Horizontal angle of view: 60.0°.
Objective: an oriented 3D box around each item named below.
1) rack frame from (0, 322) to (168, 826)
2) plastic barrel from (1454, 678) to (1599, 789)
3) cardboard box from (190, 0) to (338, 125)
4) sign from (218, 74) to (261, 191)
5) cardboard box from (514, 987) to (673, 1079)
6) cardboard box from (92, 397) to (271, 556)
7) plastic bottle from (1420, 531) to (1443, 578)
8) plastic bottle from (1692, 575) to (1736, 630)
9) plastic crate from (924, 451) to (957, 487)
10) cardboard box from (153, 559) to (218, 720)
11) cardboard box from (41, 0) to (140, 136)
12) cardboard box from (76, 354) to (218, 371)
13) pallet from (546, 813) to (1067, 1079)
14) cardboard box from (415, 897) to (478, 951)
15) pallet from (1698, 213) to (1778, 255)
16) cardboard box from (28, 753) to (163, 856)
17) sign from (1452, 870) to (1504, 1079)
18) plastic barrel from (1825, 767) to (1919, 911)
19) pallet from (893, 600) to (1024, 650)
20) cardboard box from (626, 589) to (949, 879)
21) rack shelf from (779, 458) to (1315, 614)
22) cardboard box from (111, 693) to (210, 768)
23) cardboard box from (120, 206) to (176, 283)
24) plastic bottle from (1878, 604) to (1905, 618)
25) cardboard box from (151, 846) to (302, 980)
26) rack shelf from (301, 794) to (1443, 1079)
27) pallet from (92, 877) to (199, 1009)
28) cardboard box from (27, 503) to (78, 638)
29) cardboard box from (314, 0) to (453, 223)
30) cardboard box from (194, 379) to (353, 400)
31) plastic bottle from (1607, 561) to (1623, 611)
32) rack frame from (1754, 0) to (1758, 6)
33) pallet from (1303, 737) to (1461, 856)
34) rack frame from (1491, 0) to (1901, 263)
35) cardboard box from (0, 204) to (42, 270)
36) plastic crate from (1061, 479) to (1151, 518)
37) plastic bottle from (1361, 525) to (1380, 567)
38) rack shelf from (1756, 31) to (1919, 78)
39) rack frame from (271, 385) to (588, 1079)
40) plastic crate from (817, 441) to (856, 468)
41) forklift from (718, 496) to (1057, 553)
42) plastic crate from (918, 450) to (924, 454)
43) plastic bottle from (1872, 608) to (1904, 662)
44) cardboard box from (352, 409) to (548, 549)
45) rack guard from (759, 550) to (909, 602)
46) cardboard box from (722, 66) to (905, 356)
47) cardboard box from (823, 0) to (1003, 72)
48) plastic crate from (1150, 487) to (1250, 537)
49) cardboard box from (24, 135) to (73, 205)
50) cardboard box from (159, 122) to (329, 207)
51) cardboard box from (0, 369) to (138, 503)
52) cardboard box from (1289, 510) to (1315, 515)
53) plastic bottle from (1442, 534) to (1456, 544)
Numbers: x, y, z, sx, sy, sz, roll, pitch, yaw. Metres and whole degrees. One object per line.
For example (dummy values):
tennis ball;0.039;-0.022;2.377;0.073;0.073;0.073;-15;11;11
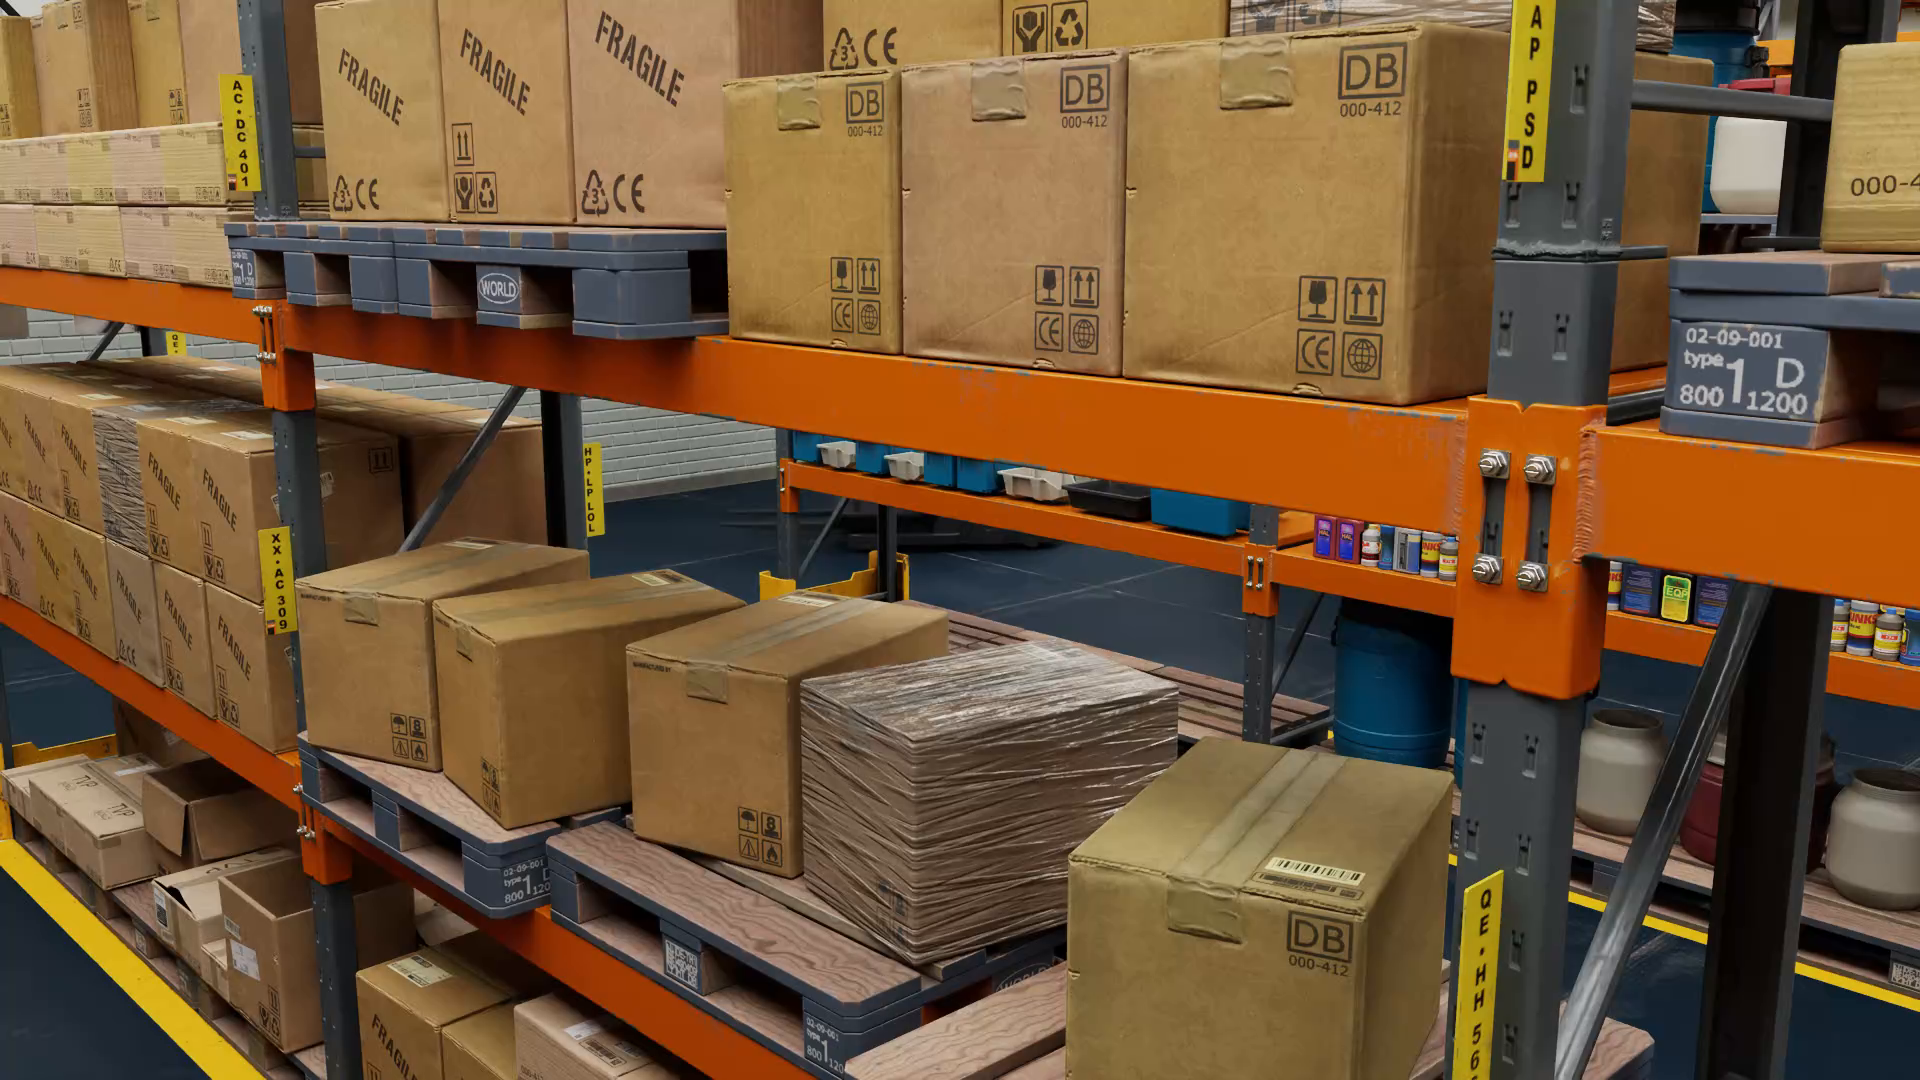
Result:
rack frame;-4.450;-0.112;8.361;1.000;3.000;0.127;-11;16;-43
plastic barrel;2.750;0.789;8.146;0.600;0.901;0.708;-11;16;-43
cardboard box;-2.051;-1.602;5.432;0.700;0.500;0.500;-11;16;-43
sign;-2.075;-1.174;4.800;0.100;0.325;0.005;-11;16;-43
cardboard box;-0.839;1.364;4.444;0.500;0.250;0.500;-11;16;-42
cardboard box;-2.928;-0.253;6.318;0.500;0.500;0.500;-11;16;-42
plastic bottle;2.255;0.040;7.943;0.097;0.271;0.097;0;12;0
plastic bottle;3.203;0.194;6.995;0.144;0.351;0.185;-11;16;-43
plastic crate;-0.023;-0.475;10.389;0.416;0.233;0.300;-11;16;-43
cardboard box;-2.575;0.310;6.062;0.500;0.500;0.500;-10;16;-41
cardboard box;-3.099;-1.819;6.484;0.700;0.500;0.500;-11;16;-43
cardboard box;-3.944;-0.624;8.121;0.500;0.500;0.500;-11;16;-43
pallet;-0.271;0.866;4.088;1.003;0.211;1.213;-11;16;-43
cardboard box;-1.821;1.482;6.198;0.500;0.311;0.500;-11;16;-43
pallet;3.295;-1.329;7.301;1.003;0.211;1.213;-11;16;-43
cardboard box;-3.934;1.211;7.663;0.500;0.250;0.500;-11;16;-43
sign;0.689;0.604;2.211;0.100;0.325;0.005;-11;16;-43
plastic barrel;3.855;1.239;6.925;0.421;0.512;0.421;0;12;0
pallet;-0.323;0.690;11.380;1.003;0.211;1.213;-11;16;-43
cardboard box;-0.423;0.466;4.265;0.500;0.500;0.700;7;14;31
rack shelf;0.517;-0.158;10.365;1.077;0.370;4.000;-11;16;-43
cardboard box;-3.896;0.942;8.350;0.500;0.500;0.500;-11;16;-43
cardboard box;-2.553;-1.032;5.766;0.500;0.250;0.500;-11;16;-43
plastic bottle;4.057;0.187;7.196;0.061;0.283;0.133;-11;16;-43
cardboard box;-2.804;1.420;6.497;0.500;0.311;0.500;-11;16;-43
rack shelf;-0.306;1.116;4.183;1.077;0.370;4.000;-11;16;-43
pallet;-3.008;1.559;7.160;1.003;0.211;1.213;-11;16;-43
cardboard box;-3.629;0.089;7.139;0.500;0.500;0.500;-11;16;-43
cardboard box;-1.393;-1.217;4.756;0.600;0.600;0.600;10;15;40
cardboard box;-2.878;-0.401;7.035;0.500;0.500;0.500;-10;15;-41
plastic bottle;2.869;0.169;7.313;0.097;0.271;0.097;0;12;0
rack frame;9.885;-5.811;21.156;1.000;3.000;0.127;-11;16;-43
pallet;2.400;1.266;8.582;1.003;0.211;1.213;-11;16;-43
rack frame;1.075;-1.883;2.089;1.000;3.000;0.127;-11;16;-43
cardboard box;-3.596;-1.250;6.822;0.500;0.250;0.500;-11;16;-43
plastic crate;0.930;-0.239;9.508;0.437;0.125;0.590;-11;16;-43
plastic bottle;2.027;0.026;8.183;0.097;0.201;0.097;0;12;0
rack shelf;6.861;-3.006;10.316;1.077;0.370;4.000;-11;16;-43
rack frame;-1.687;0.472;5.527;1.000;3.000;0.127;-11;16;-43
plastic crate;-0.771;-0.562;11.048;0.250;0.136;0.298;-11;16;-43
forklift;-0.660;-1.432;14.937;3.031;2.935;1.130;0;12;-2
plastic crate;-0.171;-0.608;11.274;0.396;0.136;0.243;-11;16;-43
plastic bottle;3.645;0.368;6.524;0.097;0.201;0.097;0;12;0
cardboard box;-1.809;-0.175;5.941;0.500;0.500;0.500;-10;16;-41
rack guard;-0.891;0.421;11.969;1.175;0.500;0.348;-11;16;-43
cardboard box;0.038;-0.672;3.397;0.910;0.500;0.500;-11;16;-43
cardboard box;0.074;-1.166;3.316;0.500;0.500;0.500;-11;16;-43
plastic crate;1.329;-0.260;8.971;0.392;0.384;0.575;-11;16;-43
cardboard box;-3.251;-1.422;6.417;0.500;0.250;0.500;-11;16;-43
cardboard box;-2.220;-1.202;5.350;0.500;0.250;0.500;-11;16;-43
cardboard box;-3.968;-0.474;7.392;0.500;0.500;0.500;-11;16;-42
cardboard box;3.217;-0.575;14.832;0.875;0.875;0.875;-11;16;-43
plastic bottle;2.552;-0.067;8.635;0.097;0.201;0.097;0;12;0
